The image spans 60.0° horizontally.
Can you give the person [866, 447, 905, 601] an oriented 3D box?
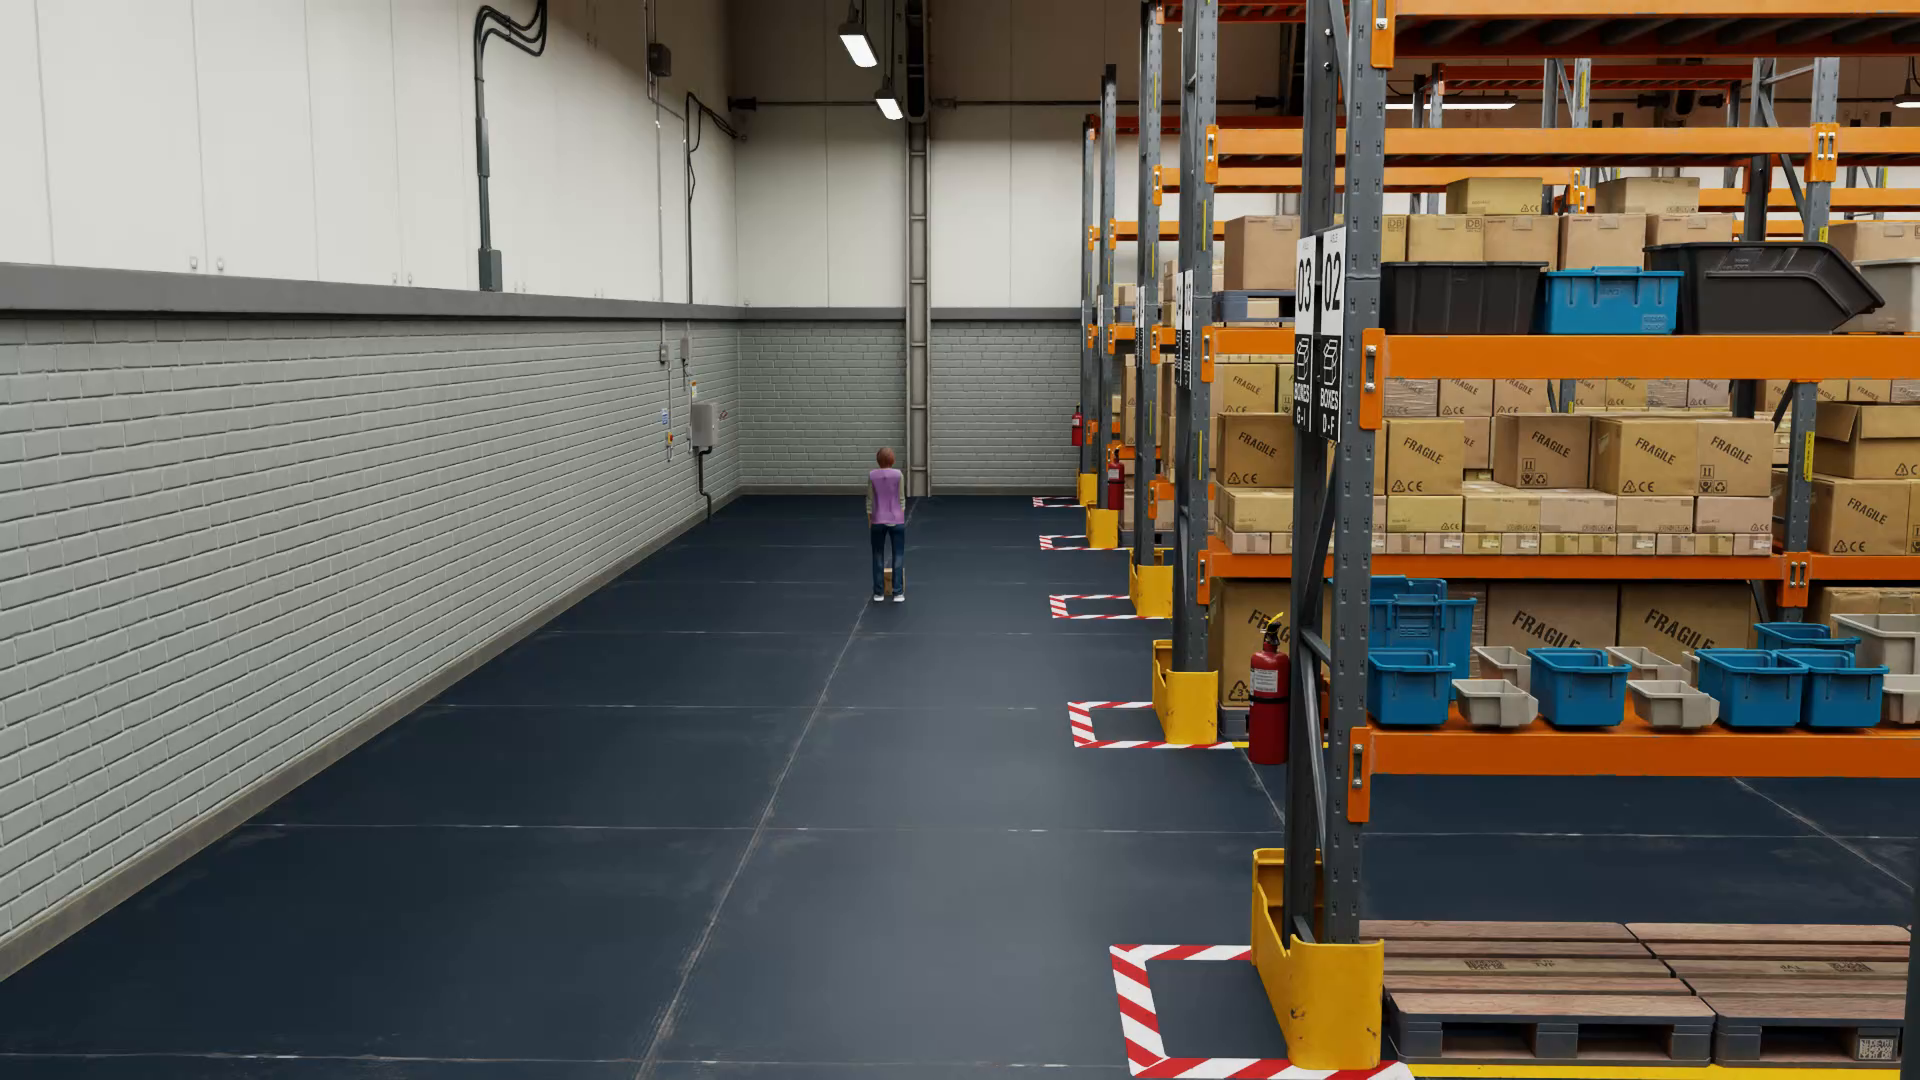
[{"bbox_3d":[-0.765,-0.157,17.079,0.409,1.592,0.307,0,7,2],"label":"person"}]
